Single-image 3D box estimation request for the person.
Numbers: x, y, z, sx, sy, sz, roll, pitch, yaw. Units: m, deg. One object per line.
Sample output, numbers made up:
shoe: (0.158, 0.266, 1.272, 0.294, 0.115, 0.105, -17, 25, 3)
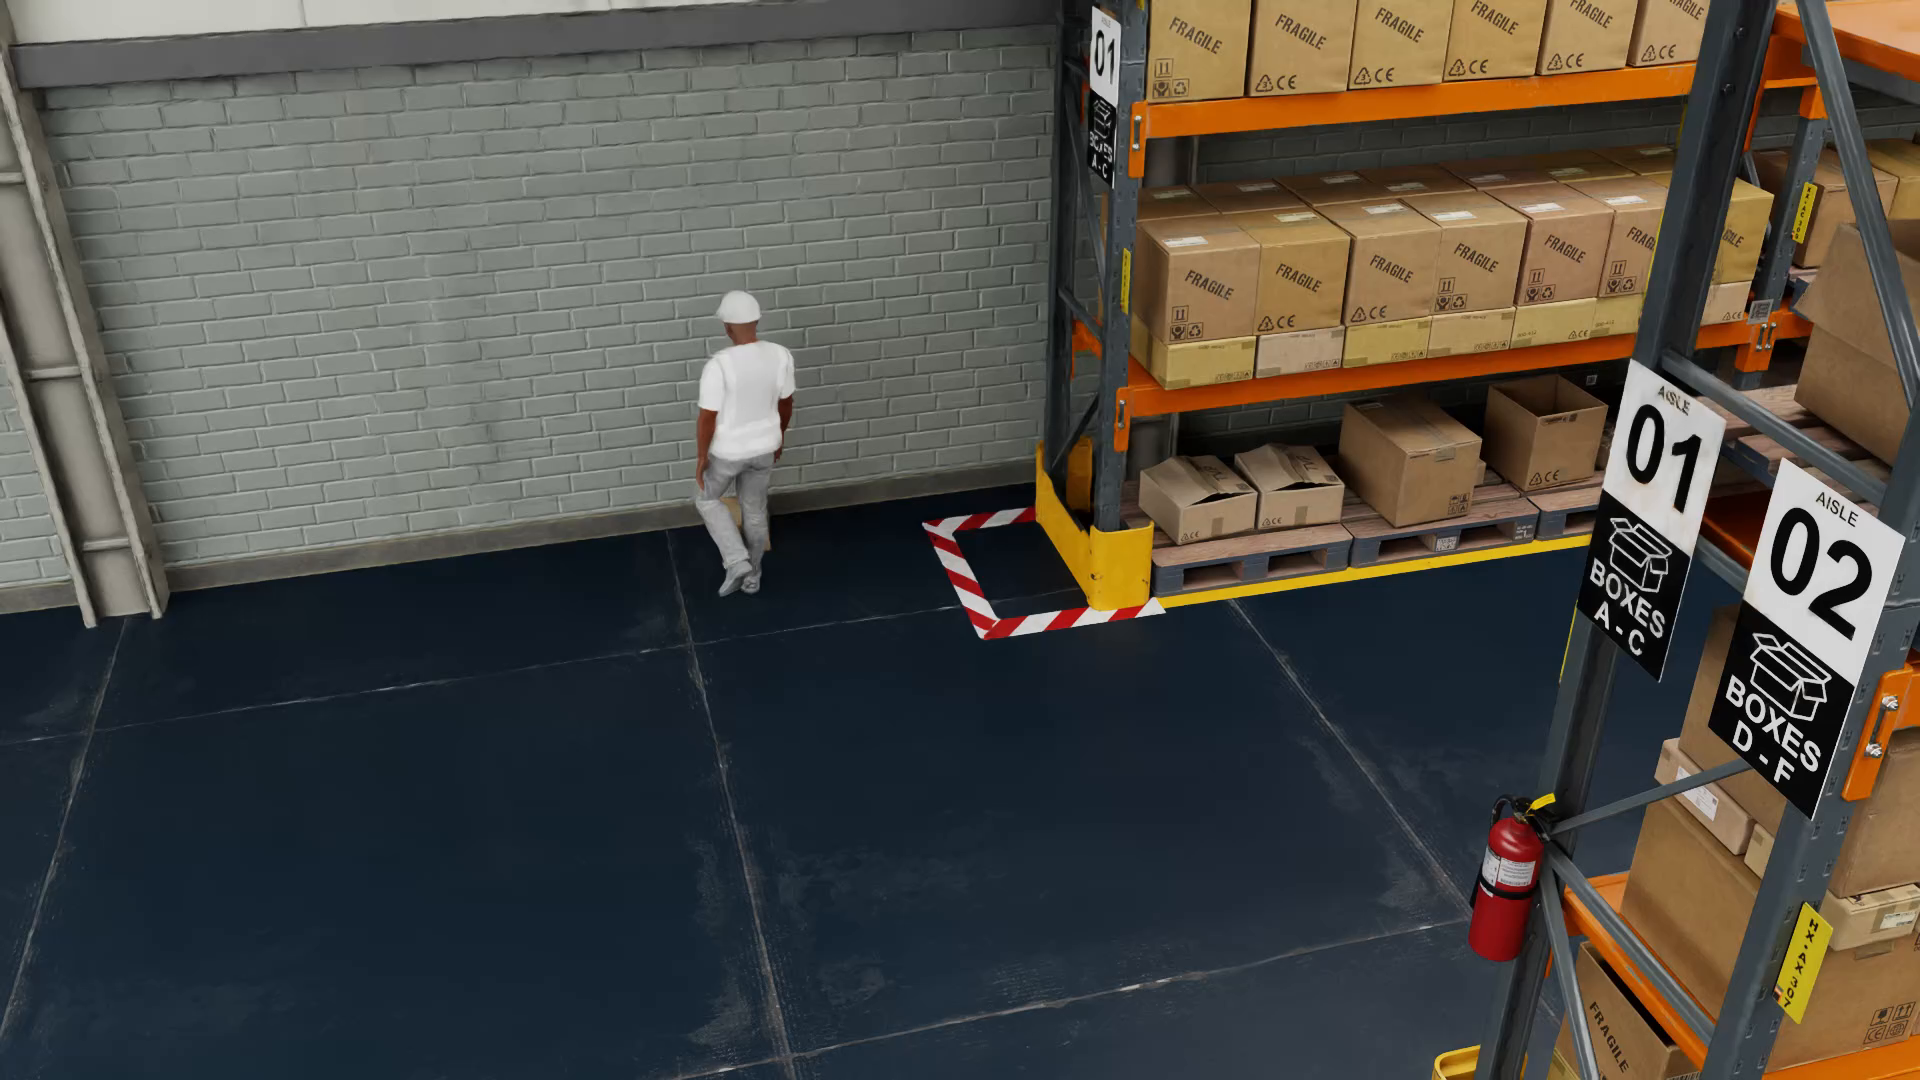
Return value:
person: (-1.168, -0.497, 9.035, 0.628, 1.771, 0.503, -18, 35, -29)
